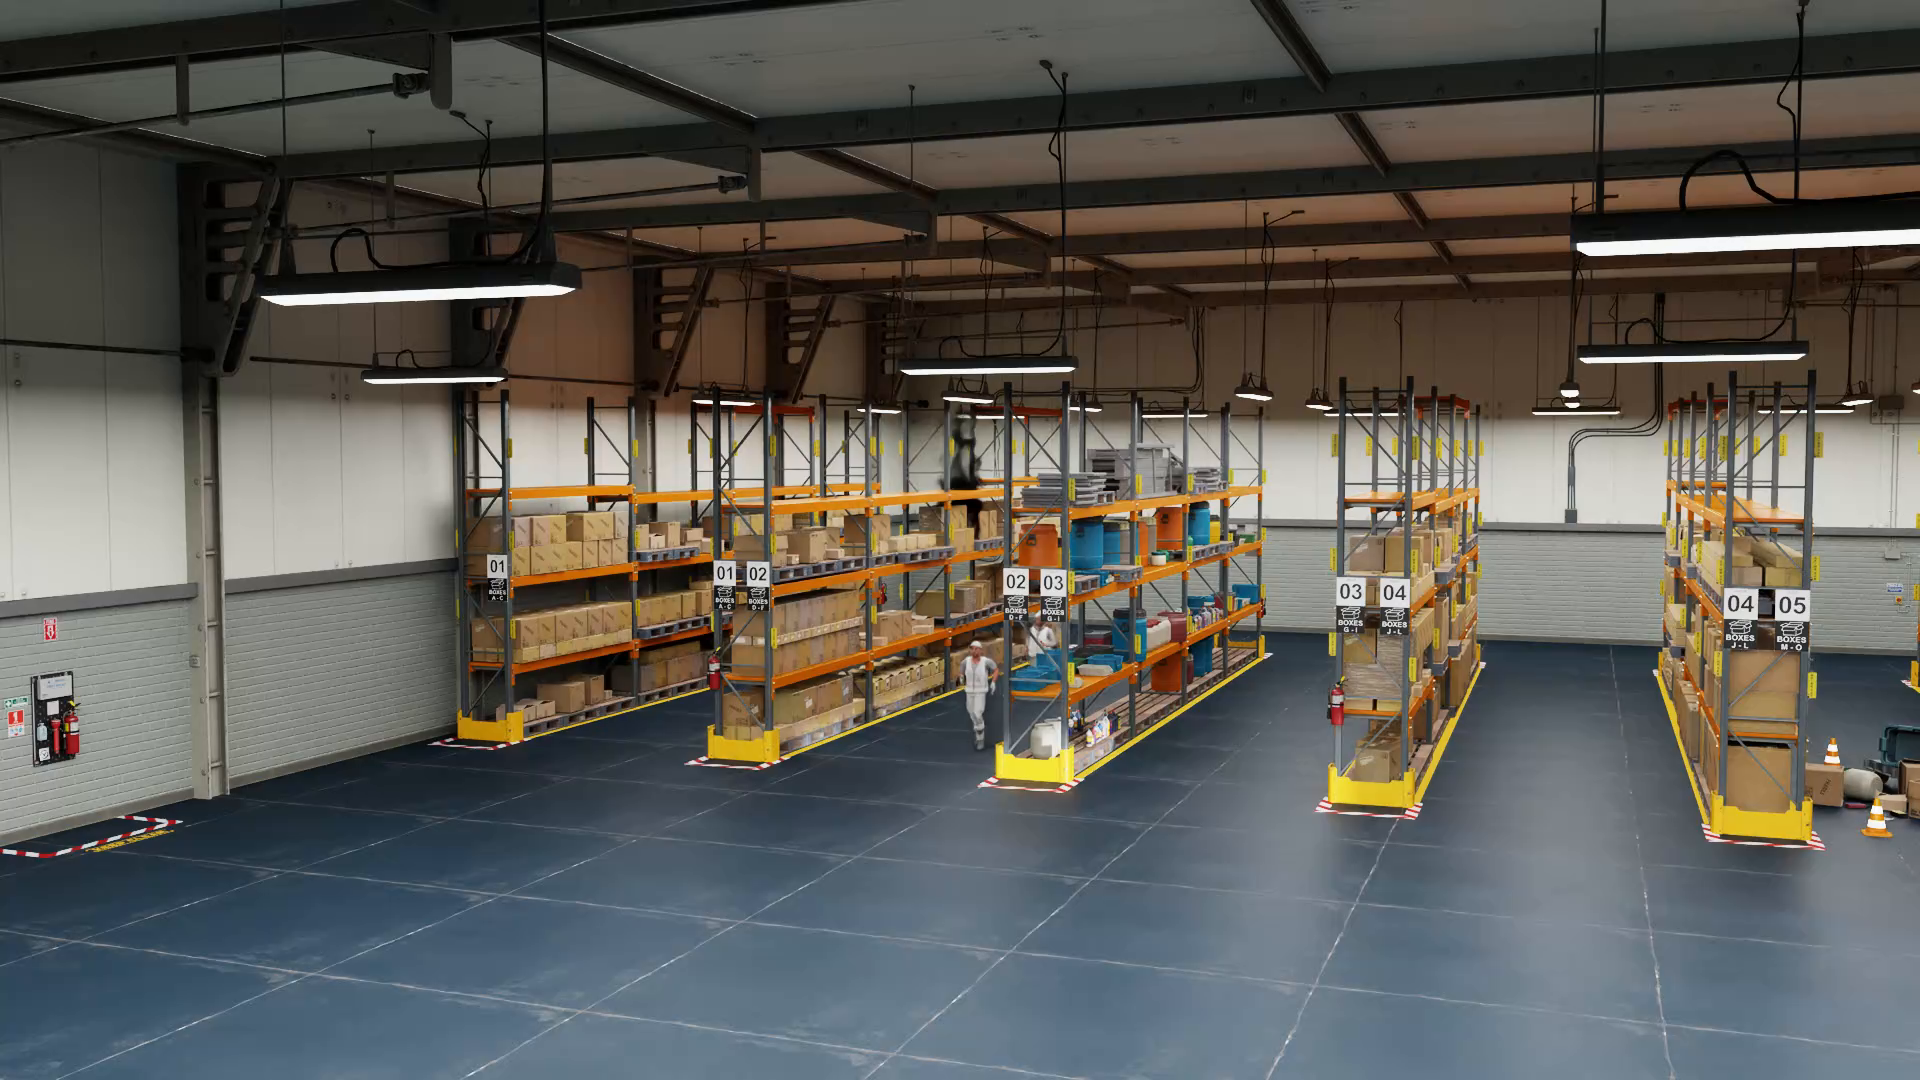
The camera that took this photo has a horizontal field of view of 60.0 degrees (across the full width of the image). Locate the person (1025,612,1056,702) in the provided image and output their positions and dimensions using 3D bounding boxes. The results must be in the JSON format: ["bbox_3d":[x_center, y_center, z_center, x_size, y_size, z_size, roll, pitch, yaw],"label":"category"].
[{"bbox_3d":[1.583,2.302,33.003,0.667,1.750,0.915,1,3,16],"label":"person"}]

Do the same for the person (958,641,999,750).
[{"bbox_3d":[0.261,2.591,27.788,0.635,1.824,0.749,1,3,23],"label":"person"}]
